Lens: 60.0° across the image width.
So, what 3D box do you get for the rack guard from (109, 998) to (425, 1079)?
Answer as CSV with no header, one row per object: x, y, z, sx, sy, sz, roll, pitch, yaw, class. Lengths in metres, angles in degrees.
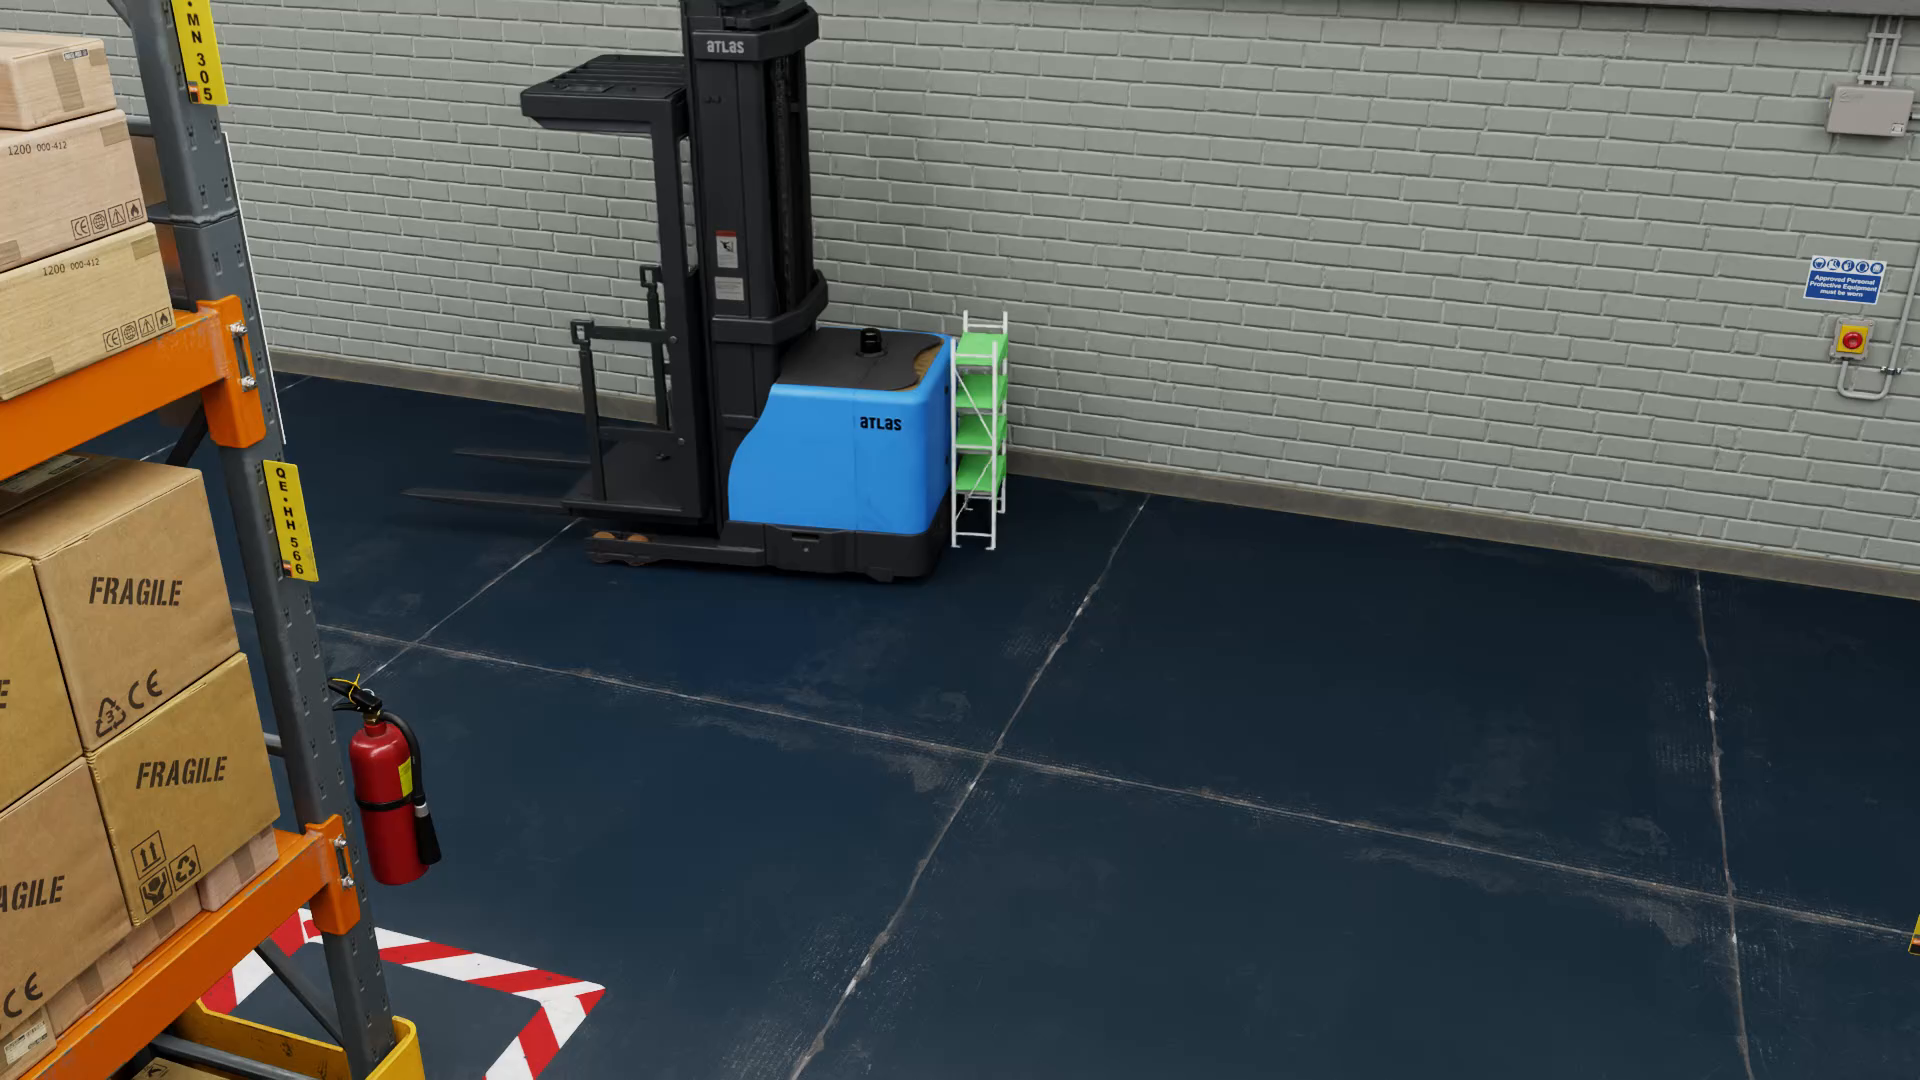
-2.236,1.685,5.196,1.175,0.500,0.348,9,27,17,rack guard

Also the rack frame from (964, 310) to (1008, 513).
0.140,-0.707,9.332,0.240,1.200,0.015,3,26,7,rack frame

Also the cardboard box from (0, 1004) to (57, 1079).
-2.303,1.127,3.769,0.380,0.149,0.250,9,27,19,cardboard box

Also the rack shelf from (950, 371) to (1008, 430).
0.107,-0.760,9.038,0.258,0.148,0.480,3,26,7,rack shelf

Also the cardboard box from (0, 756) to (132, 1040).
-2.294,0.783,3.736,0.500,0.500,0.500,8,27,17,cardboard box

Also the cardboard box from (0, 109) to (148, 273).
-2.124,-0.753,3.519,0.500,0.250,0.500,8,27,16,cardboard box

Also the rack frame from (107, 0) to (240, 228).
-2.211,-2.172,3.409,1.000,3.000,0.127,9,27,17,rack frame

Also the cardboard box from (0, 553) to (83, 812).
-2.297,0.332,3.519,0.500,0.500,0.500,8,27,16,cardboard box

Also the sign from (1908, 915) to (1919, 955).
1.969,0.697,3.285,0.100,0.325,0.005,9,27,17,sign

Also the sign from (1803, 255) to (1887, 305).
4.320,-1.269,8.120,0.327,0.218,0.001,9,27,17,sign

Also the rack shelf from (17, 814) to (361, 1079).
-2.877,1.674,3.175,1.077,0.370,4.000,9,27,17,rack shelf

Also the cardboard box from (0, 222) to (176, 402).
-2.113,-0.529,3.630,0.500,0.250,0.500,8,27,16,cardboard box

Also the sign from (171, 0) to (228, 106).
-1.694,-1.131,3.686,0.100,0.325,0.005,9,27,17,sign

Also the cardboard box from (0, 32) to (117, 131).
-2.045,-0.979,3.529,0.380,0.149,0.250,9,27,17,cardboard box

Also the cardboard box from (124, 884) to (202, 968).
-2.171,0.913,4.210,0.380,0.149,0.250,9,27,17,cardboard box

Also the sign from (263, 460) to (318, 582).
-1.694,-0.046,4.212,0.100,0.325,0.005,9,27,17,sign

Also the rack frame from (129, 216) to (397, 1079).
-2.211,0.529,4.716,1.000,3.000,0.127,9,27,17,rack frame

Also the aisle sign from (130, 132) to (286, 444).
-1.904,-0.628,4.122,0.394,0.787,0.004,9,27,17,aisle sign

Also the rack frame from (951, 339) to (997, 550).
0.074,-0.496,8.897,0.240,1.200,0.015,3,26,7,rack frame

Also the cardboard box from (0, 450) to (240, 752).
-2.129,0.124,3.949,0.500,0.500,0.500,8,27,16,cardboard box

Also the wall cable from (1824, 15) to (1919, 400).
4.345,-1.587,7.884,0.585,1.953,0.123,9,27,17,wall cable

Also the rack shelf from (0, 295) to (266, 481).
-2.877,0.324,2.522,1.077,0.370,4.000,9,27,17,rack shelf

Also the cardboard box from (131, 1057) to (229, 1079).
-2.148,1.609,4.591,0.380,0.149,0.250,9,27,18,cardboard box

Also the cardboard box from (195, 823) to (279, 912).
-2.053,0.817,4.410,0.380,0.149,0.250,9,27,18,cardboard box

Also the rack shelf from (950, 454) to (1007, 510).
0.107,-0.328,9.247,0.258,0.148,0.480,3,26,7,rack shelf

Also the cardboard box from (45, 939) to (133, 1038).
-2.240,1.019,3.992,0.380,0.149,0.250,8,27,17,cardboard box

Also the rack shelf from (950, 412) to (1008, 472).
0.107,-0.544,9.143,0.258,0.148,0.480,3,26,7,rack shelf

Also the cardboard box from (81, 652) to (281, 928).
-2.118,0.572,4.171,0.500,0.500,0.500,9,27,18,cardboard box

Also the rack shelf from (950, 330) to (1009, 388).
0.107,-0.976,8.933,0.258,0.148,0.480,3,26,7,rack shelf

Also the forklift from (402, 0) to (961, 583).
-1.564,-1.398,8.775,3.031,2.935,1.130,5,26,10,forklift

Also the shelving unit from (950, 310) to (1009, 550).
0.107,-0.601,9.115,0.258,1.200,0.503,3,26,7,shelving unit

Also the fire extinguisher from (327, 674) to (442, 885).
-1.692,0.695,4.890,0.296,0.674,0.183,9,27,17,fire extinguisher
